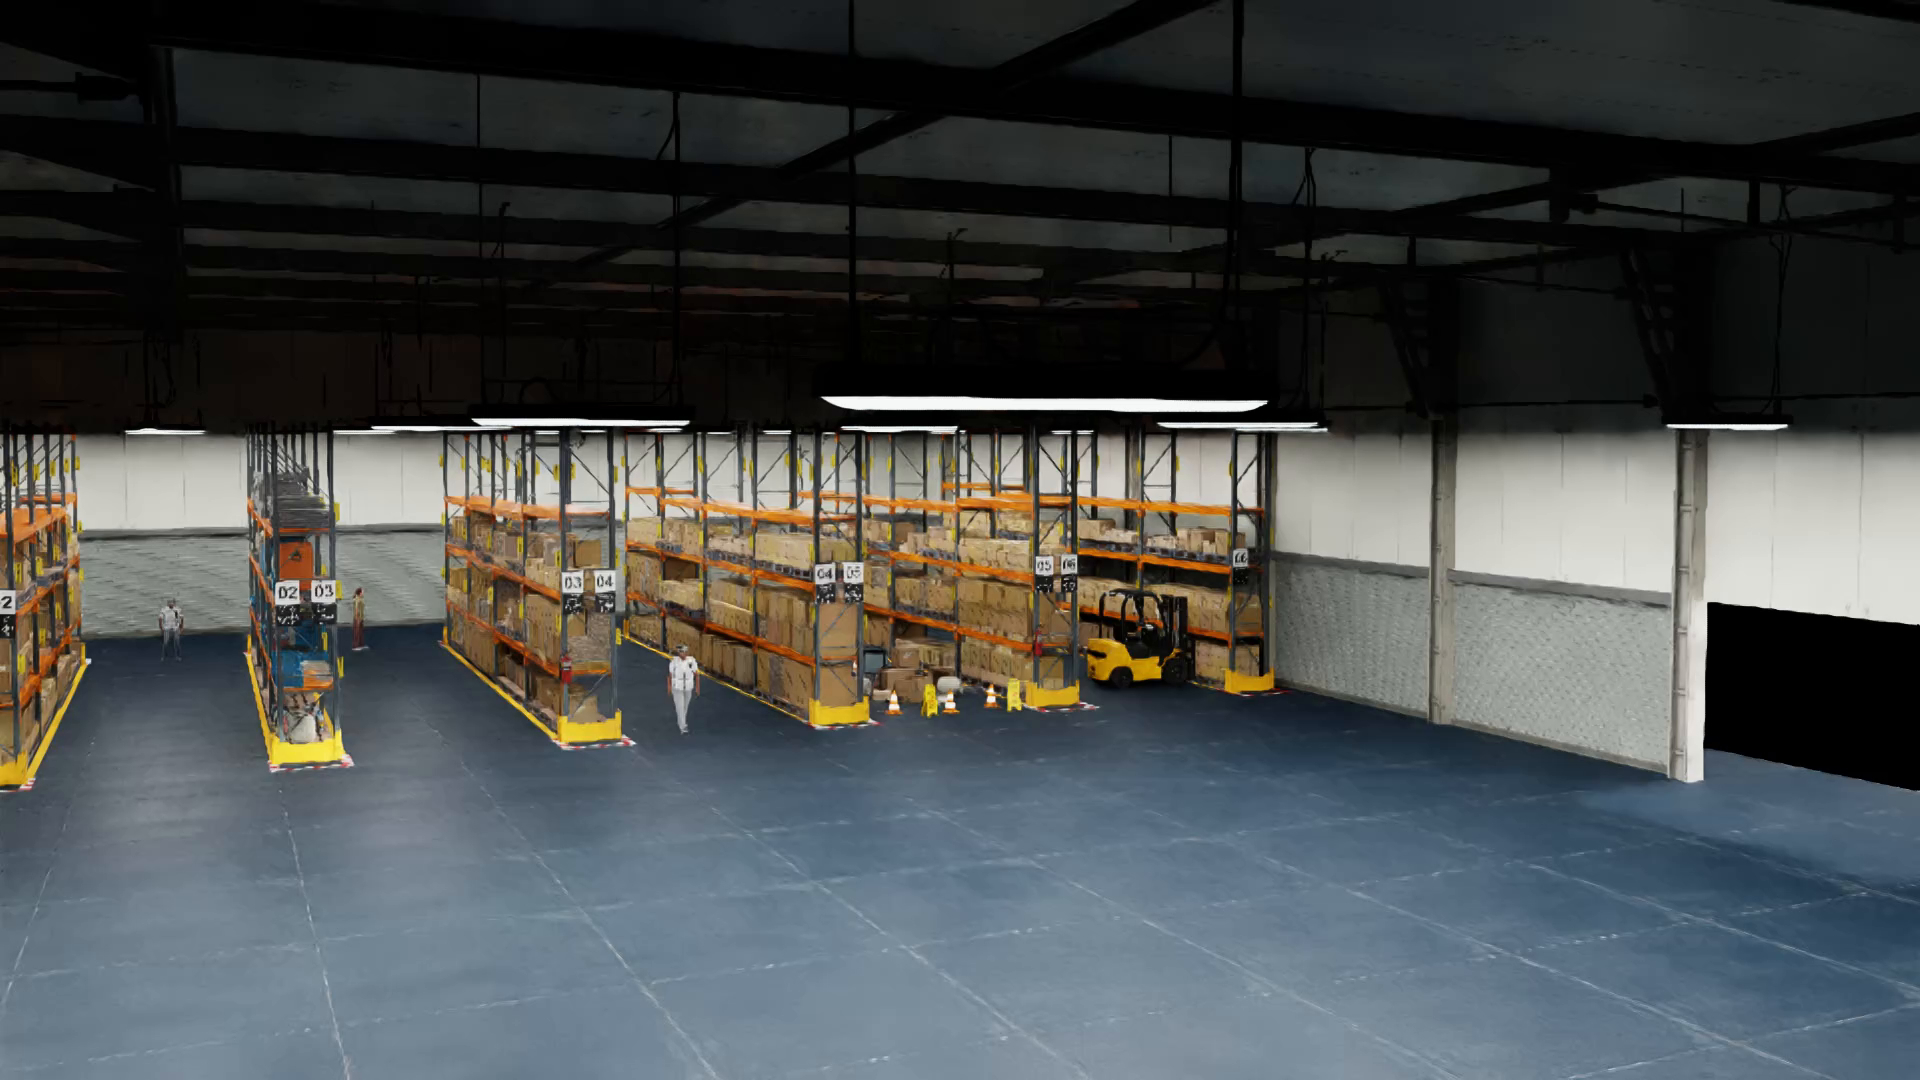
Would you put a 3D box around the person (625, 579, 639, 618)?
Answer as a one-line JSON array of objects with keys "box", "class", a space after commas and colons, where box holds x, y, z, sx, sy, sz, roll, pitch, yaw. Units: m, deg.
[{"box": [-10.196, 1.699, 51.746, 0.494, 1.581, 0.944, 0, 4, -3], "class": "person"}]

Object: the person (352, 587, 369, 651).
[{"box": [-16.030, 2.095, 44.385, 0.396, 1.672, 0.545, -1, 4, -12], "class": "person"}]

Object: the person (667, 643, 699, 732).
[{"box": [-5.357, 2.842, 32.298, 0.556, 1.712, 1.030, -2, 4, -26], "class": "person"}]

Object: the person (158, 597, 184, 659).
[{"box": [-20.171, 2.263, 42.533, 0.592, 1.621, 0.526, -2, 4, -27], "class": "person"}]
